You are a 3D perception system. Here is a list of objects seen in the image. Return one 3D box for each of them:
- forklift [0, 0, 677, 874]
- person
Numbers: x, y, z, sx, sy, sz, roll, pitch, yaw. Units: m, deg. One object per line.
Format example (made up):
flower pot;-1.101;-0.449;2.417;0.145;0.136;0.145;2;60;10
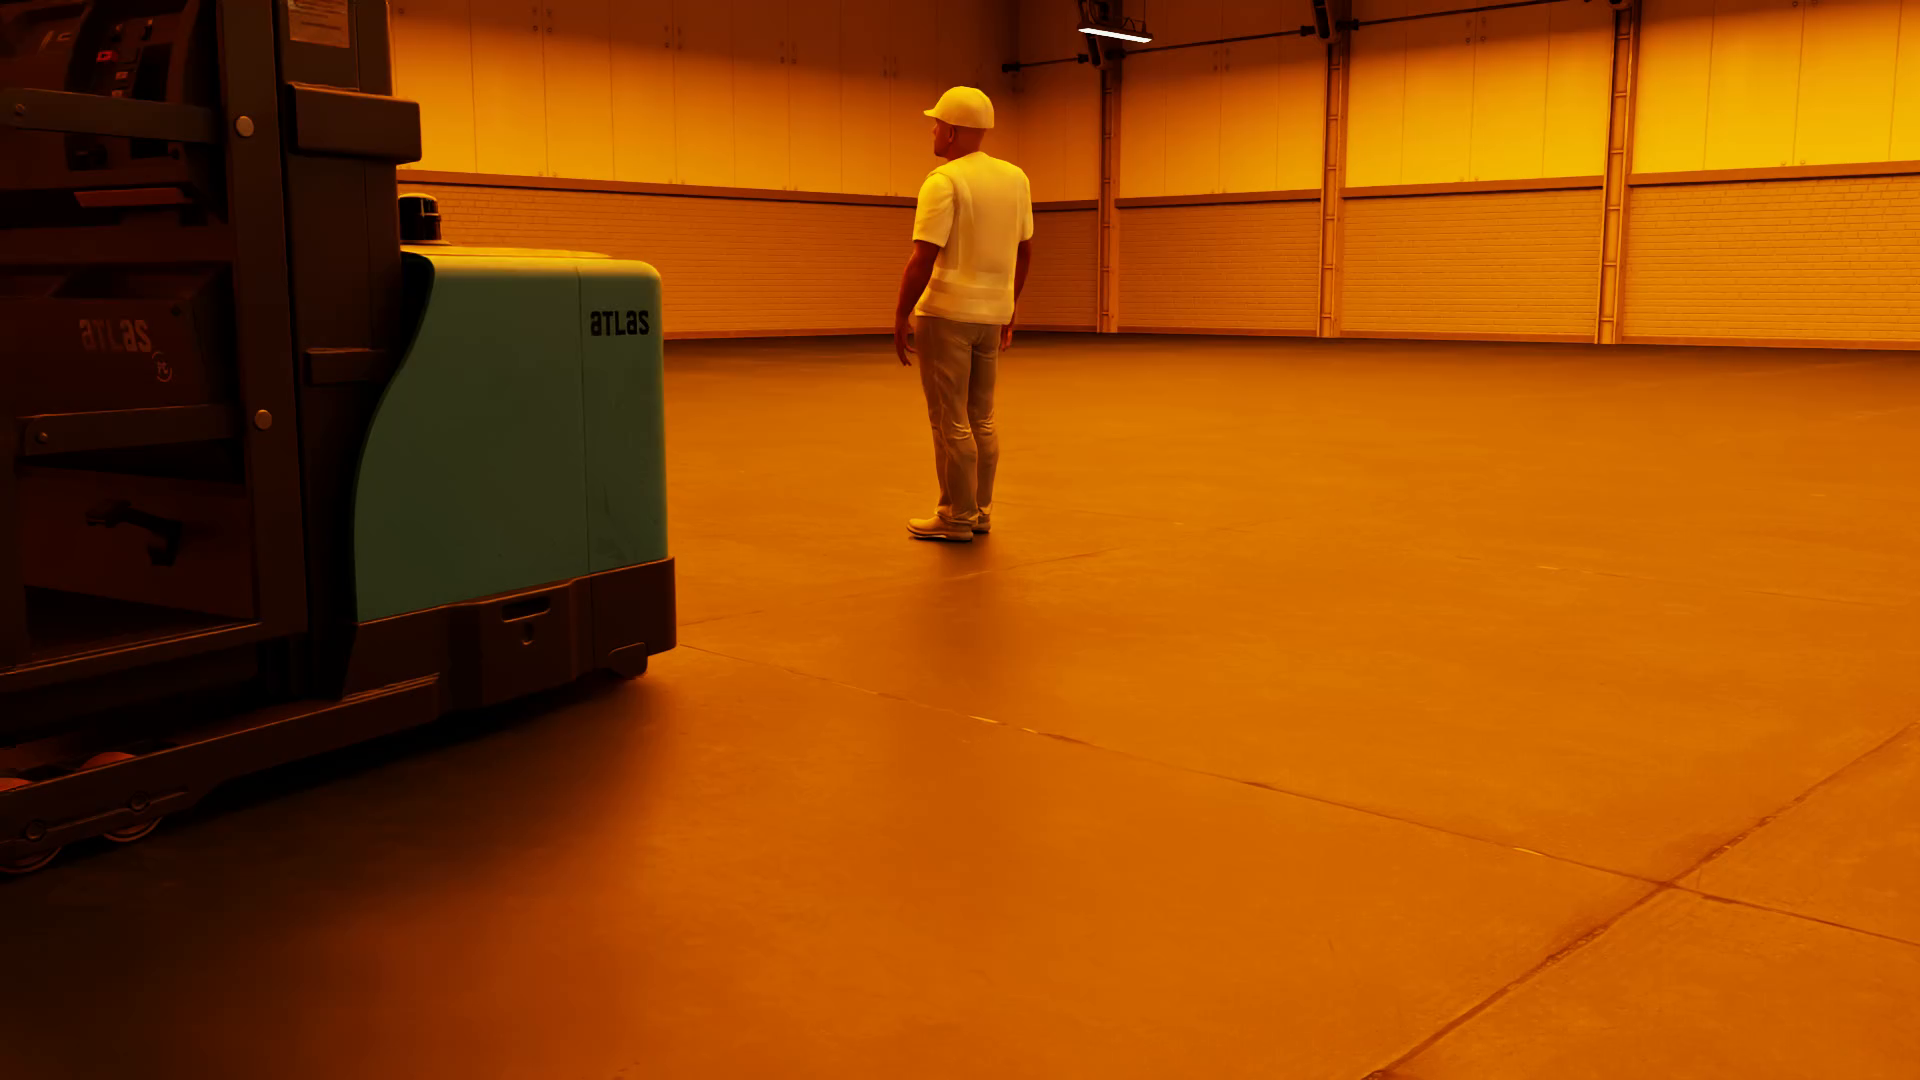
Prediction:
forklift;-1.929;-0.949;3.175;1.130;2.935;3.031;5;10;30
person;-0.047;-0.888;6.636;0.575;1.768;0.666;8;12;43
